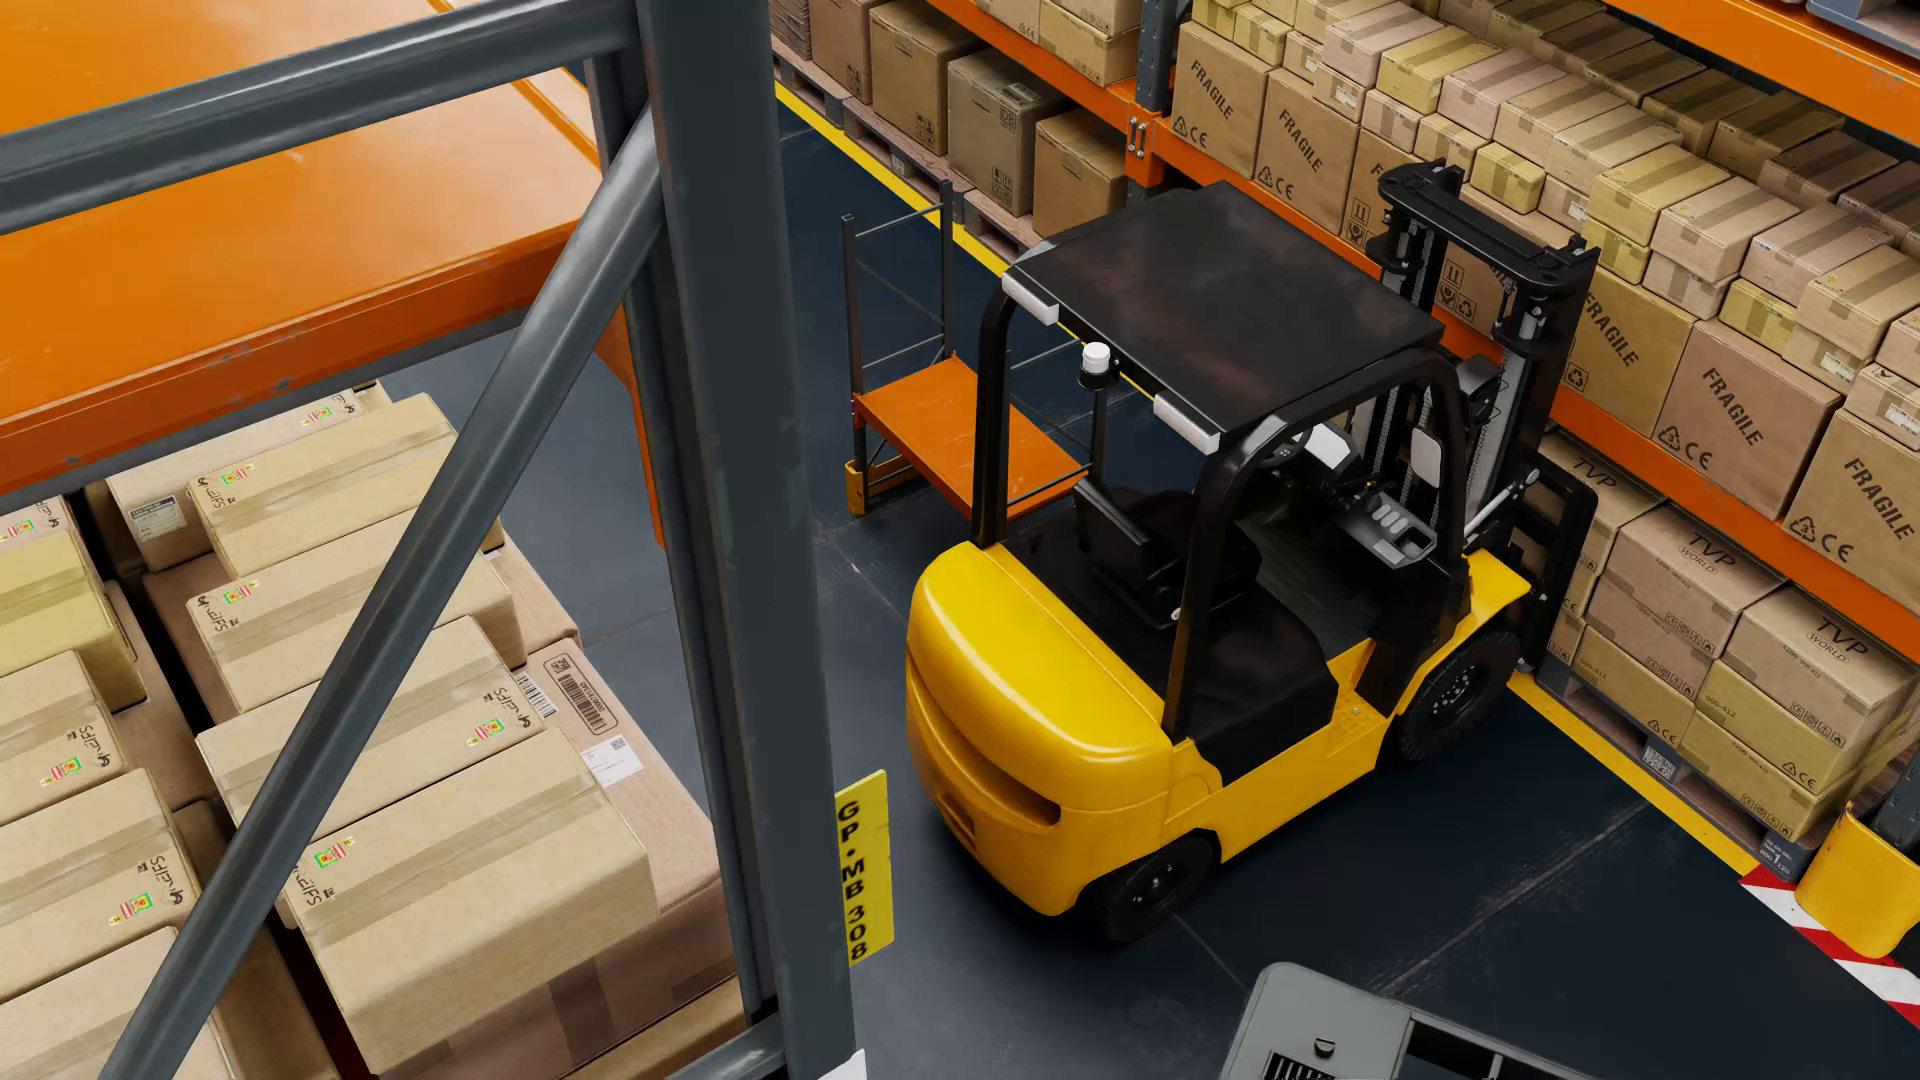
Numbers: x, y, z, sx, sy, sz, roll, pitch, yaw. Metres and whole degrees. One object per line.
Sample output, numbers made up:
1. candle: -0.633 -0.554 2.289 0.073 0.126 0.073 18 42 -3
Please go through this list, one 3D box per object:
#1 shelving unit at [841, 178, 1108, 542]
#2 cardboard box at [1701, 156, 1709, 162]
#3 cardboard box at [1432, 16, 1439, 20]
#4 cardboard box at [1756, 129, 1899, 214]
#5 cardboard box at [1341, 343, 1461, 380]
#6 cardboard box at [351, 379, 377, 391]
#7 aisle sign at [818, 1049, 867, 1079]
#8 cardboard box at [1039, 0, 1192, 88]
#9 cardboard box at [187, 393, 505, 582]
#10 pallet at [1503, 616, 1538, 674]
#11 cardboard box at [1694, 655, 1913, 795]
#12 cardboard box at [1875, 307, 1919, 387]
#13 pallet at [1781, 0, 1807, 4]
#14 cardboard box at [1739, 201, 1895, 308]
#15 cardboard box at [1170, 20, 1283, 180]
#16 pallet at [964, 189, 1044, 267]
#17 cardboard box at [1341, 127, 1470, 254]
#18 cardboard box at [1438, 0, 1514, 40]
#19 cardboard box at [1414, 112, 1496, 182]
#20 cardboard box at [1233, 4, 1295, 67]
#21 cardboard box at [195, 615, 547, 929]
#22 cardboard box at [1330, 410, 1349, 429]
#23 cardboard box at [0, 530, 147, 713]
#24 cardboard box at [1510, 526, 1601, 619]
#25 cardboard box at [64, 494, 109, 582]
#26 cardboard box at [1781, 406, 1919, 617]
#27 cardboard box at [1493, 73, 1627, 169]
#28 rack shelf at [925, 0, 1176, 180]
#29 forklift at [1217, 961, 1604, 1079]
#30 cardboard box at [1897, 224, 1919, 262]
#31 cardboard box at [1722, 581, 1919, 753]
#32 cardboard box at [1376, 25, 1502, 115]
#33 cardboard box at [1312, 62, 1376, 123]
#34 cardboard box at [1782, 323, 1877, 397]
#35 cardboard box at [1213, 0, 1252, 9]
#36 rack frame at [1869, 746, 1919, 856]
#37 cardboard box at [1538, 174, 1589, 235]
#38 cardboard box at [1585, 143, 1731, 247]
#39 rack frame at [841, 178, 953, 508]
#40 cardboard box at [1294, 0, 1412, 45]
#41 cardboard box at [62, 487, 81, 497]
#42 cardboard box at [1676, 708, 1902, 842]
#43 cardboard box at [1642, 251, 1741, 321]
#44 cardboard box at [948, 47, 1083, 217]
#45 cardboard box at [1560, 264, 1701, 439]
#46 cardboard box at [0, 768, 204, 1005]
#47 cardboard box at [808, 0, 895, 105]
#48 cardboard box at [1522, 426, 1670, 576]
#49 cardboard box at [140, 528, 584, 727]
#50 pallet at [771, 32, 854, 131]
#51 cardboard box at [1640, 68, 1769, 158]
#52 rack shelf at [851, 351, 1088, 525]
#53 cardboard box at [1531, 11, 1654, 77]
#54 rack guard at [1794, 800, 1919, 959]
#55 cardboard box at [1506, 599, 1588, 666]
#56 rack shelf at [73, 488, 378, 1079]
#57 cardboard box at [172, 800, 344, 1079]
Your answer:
1. shelving unit: 0.044 -0.499 6.678 0.587 1.500 1.083 -26 49 -24
2. cardboard box: 2.664 -1.408 6.001 0.380 0.149 0.250 -26 49 -25
3. cardboard box: 1.925 -2.140 6.768 0.380 0.149 0.250 -25 49 -23
4. cardboard box: 2.901 -1.209 5.578 0.380 0.149 0.250 -24 49 -23
5. cardboard box: 1.812 -0.781 6.850 0.500 0.250 0.500 -24 49 -23
6. cardboard box: -1.237 -0.324 2.840 0.380 0.149 0.250 -24 49 -23
7. aisle sign: -0.276 0.970 2.170 0.394 0.787 0.004 -26 49 -24
8. cardboard box: 0.712 -2.359 7.648 0.500 0.250 0.500 -25 49 -24
9. cardboard box: -0.934 -0.041 2.544 0.380 0.149 0.250 -26 49 -25
10. pallet: 2.337 -0.064 7.155 1.003 0.211 1.213 -26 49 -24
11. cardboard box: 2.968 0.544 5.824 0.500 0.250 0.500 -26 50 -25
12. cardboard box: 2.959 -0.591 4.930 0.380 0.149 0.250 -26 49 -24
13. pallet: 2.418 -2.121 5.182 1.003 0.211 1.213 -26 49 -24
14. cardboard box: 2.705 -0.899 5.253 0.380 0.149 0.250 -25 49 -24
15. cardboard box: 1.254 -1.913 7.000 0.500 0.500 0.500 -27 50 -25
16. pallet: 0.761 -1.624 8.789 1.003 0.211 1.213 -26 49 -24
17. cardboard box: 1.857 -1.338 6.398 0.500 0.500 0.500 -26 50 -25
18. cardboard box: 2.112 -2.128 6.540 0.380 0.149 0.250 -27 50 -25
19. cardboard box: 1.890 -1.481 6.078 0.380 0.149 0.250 -27 50 -26
20. cardboard box: 1.331 -2.071 6.696 0.380 0.149 0.250 -25 49 -24
21. cardboard box: -0.759 0.296 2.190 0.380 0.149 0.250 -26 49 -25
22. cardboard box: 1.806 -0.600 7.022 0.500 0.250 0.500 -26 50 -25
23. cardboard box: -1.382 0.177 2.315 0.380 0.149 0.250 -25 49 -24
24. cardboard box: 2.378 -0.028 6.423 0.500 0.250 0.500 -27 50 -25
25. cardboard box: -1.667 0.098 2.687 0.500 0.250 0.500 -24 49 -23
26. cardboard box: 3.006 -0.177 5.181 0.500 0.500 0.500 -27 50 -25
27. cardboard box: 2.113 -1.479 5.861 0.380 0.149 0.250 -26 49 -24
28. rack shelf: 0.071 -3.104 8.841 1.077 0.370 4.000 -26 49 -24
29. forklift: 0.825 1.904 3.124 1.130 2.935 3.031 18 47 18
30. cardboard box: 3.201 -0.924 5.279 0.380 0.149 0.250 -25 49 -24
31. cardboard box: 2.984 0.378 5.636 0.500 0.250 0.500 -24 49 -23
32. cardboard box: 1.764 -1.736 6.129 0.380 0.149 0.250 -26 50 -25
33. cardboard box: 1.583 -1.766 6.376 0.380 0.149 0.250 -25 49 -24
34. cardboard box: 2.806 -0.626 5.182 0.380 0.149 0.250 -25 49 -24
35. cardboard box: 1.154 -2.312 6.733 0.380 0.149 0.250 -25 49 -24
36. rack frame: 3.503 0.034 5.033 1.000 3.000 0.127 -26 49 -24
37. cardboard box: 2.252 -1.216 5.800 0.380 0.149 0.250 -26 49 -25
38. cardboard box: 2.313 -1.147 5.512 0.380 0.149 0.250 -25 49 -24
39. rack frame: -0.242 -0.782 6.974 0.500 1.500 0.032 -26 49 -24
40. cardboard box: 1.531 -2.058 6.467 0.380 0.149 0.250 -27 50 -25
41. cardboard box: -1.644 -0.123 2.629 0.380 0.149 0.250 -27 50 -26
42. cardboard box: 2.975 0.736 5.985 0.500 0.250 0.500 -25 49 -24
43. cardboard box: 2.482 -0.904 5.473 0.380 0.149 0.250 -27 50 -26
44. cardboard box: 0.469 -2.258 8.849 0.875 0.625 0.625 -26 50 -25
45. cardboard box: 2.423 -0.764 5.797 0.500 0.500 0.500 -27 50 -25
46. cardboard box: -1.118 0.479 2.000 0.380 0.149 0.250 -25 49 -24
47. cardboard box: -0.348 -3.064 9.694 0.875 0.625 0.625 -24 49 -23
48. cardboard box: 2.390 -0.191 6.232 0.500 0.250 0.500 -25 49 -24
49. cardboard box: -0.915 0.180 2.601 0.500 0.250 0.500 -26 50 -25
50. pallet: -0.635 -3.006 10.237 1.003 0.211 1.213 -26 49 -24
51. cardboard box: 2.625 -1.506 5.888 0.380 0.149 0.250 -25 49 -24
52. rack shelf: 0.049 -0.364 6.797 0.538 0.185 1.000 -26 49 -24
53. cardboard box: 2.351 -1.810 6.207 0.380 0.149 0.250 -26 50 -25
54. rack guard: 3.517 0.952 5.882 1.175 0.500 0.348 -26 49 -24
55. cardboard box: 2.420 0.163 6.585 0.500 0.250 0.500 -25 49 -24
56. rack shelf: -1.710 0.040 3.376 1.077 0.370 4.000 -26 49 -24
57. cardboard box: -1.080 0.676 2.082 0.500 0.250 0.500 -26 50 -25
